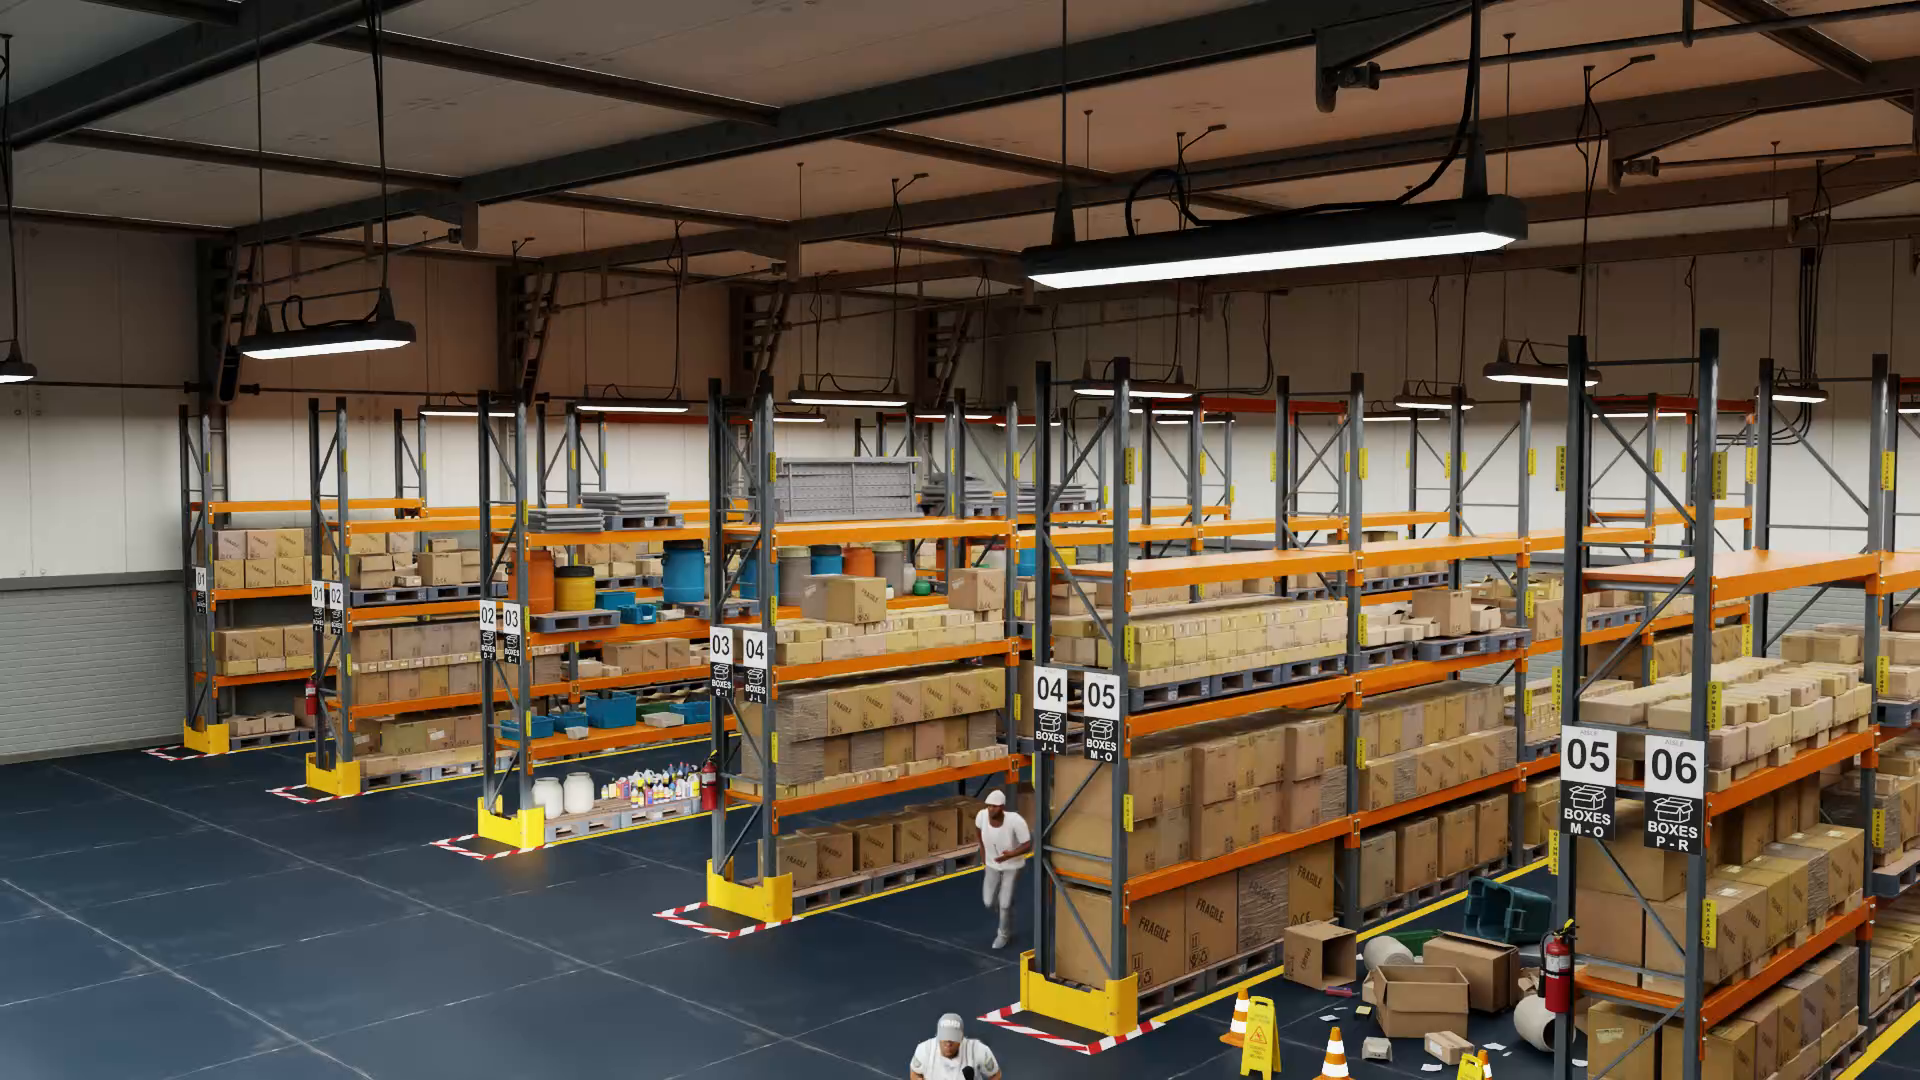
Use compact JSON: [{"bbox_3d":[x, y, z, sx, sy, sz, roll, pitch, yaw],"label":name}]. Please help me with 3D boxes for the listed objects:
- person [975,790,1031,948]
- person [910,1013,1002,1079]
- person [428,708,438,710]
[{"bbox_3d":[0.431,3.419,17.355,0.689,1.686,0.736,1,3,21],"label":"person"},{"bbox_3d":[-0.026,3.821,10.923,0.606,1.614,0.895,0,3,2],"label":"person"},{"bbox_3d":[-8.982,2.842,28.198,0.592,1.612,0.849,3,4,41],"label":"person"}]
